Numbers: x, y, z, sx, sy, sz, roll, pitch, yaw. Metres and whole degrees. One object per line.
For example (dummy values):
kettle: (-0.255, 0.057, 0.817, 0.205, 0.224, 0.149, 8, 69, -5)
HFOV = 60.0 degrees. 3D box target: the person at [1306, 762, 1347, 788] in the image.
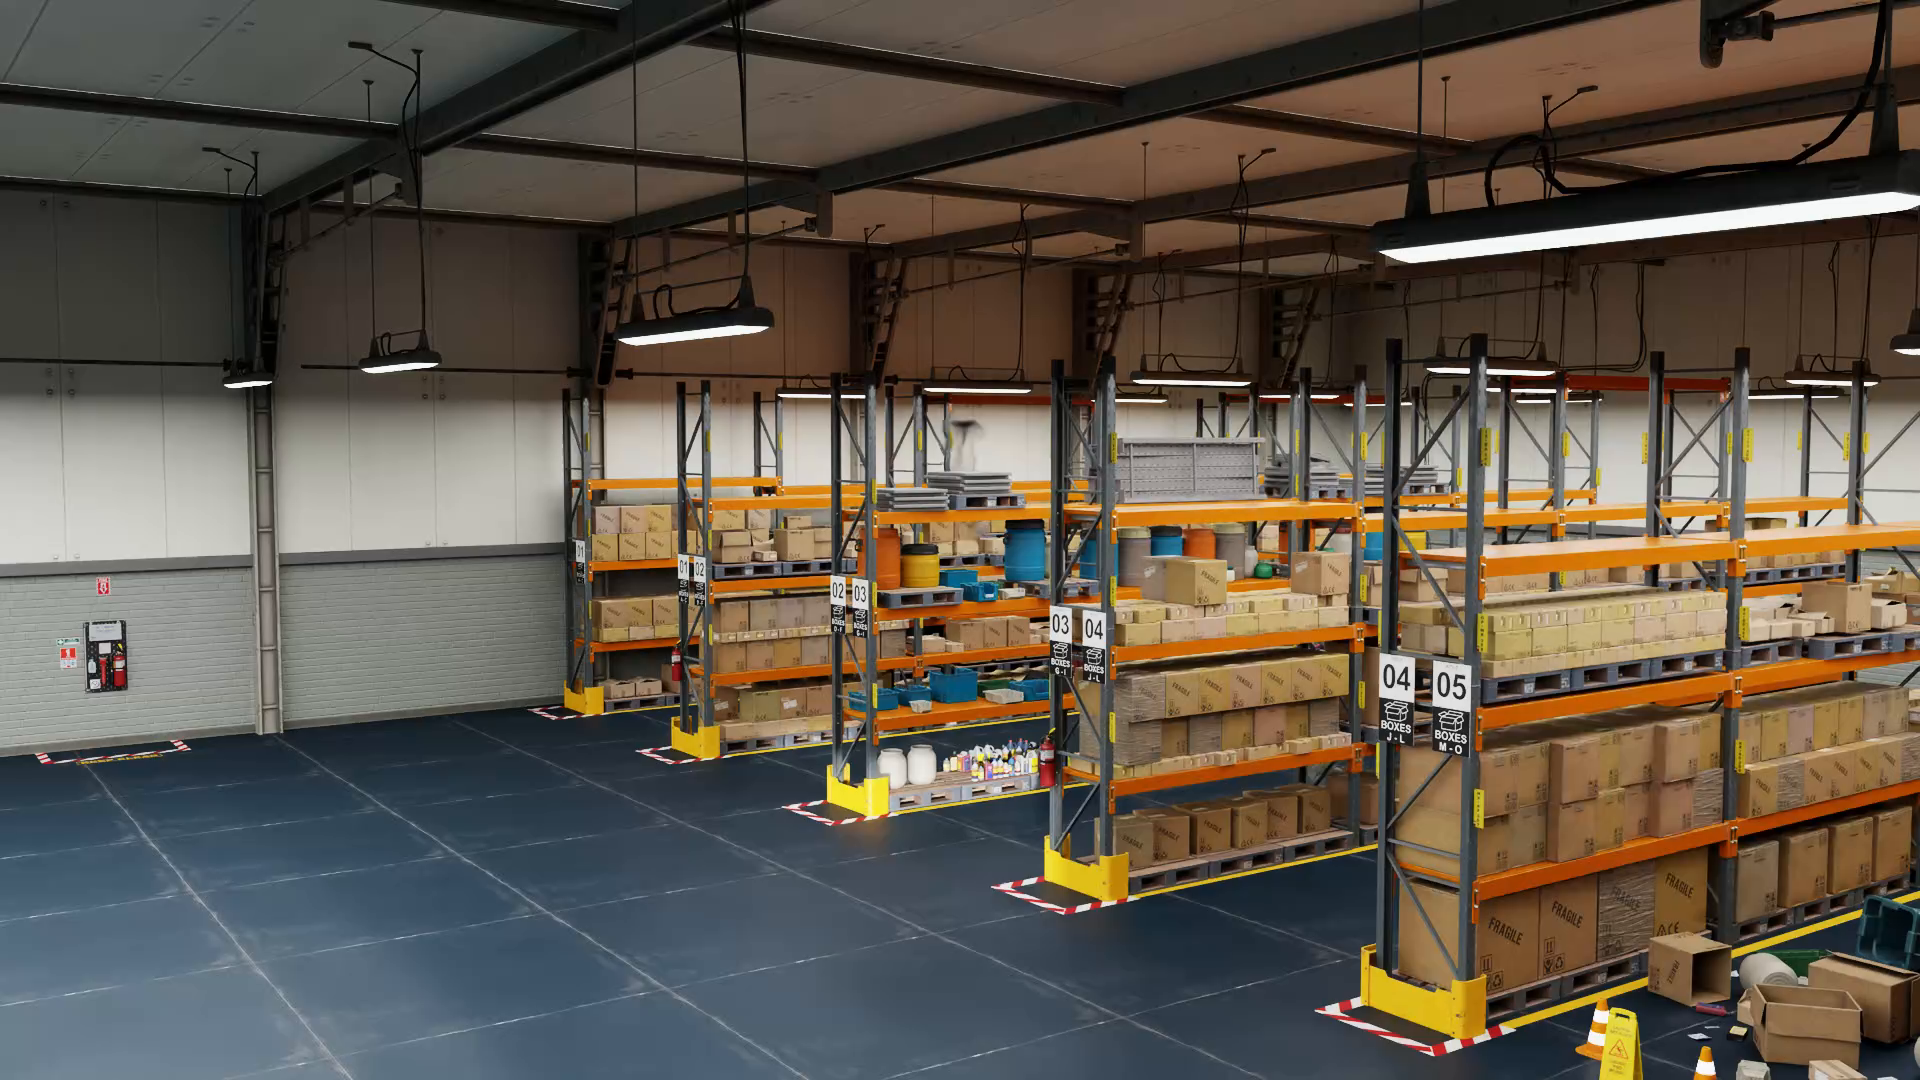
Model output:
person: (5.124, 2.804, 23.430, 0.603, 1.741, 0.665, -2, 4, -32)
